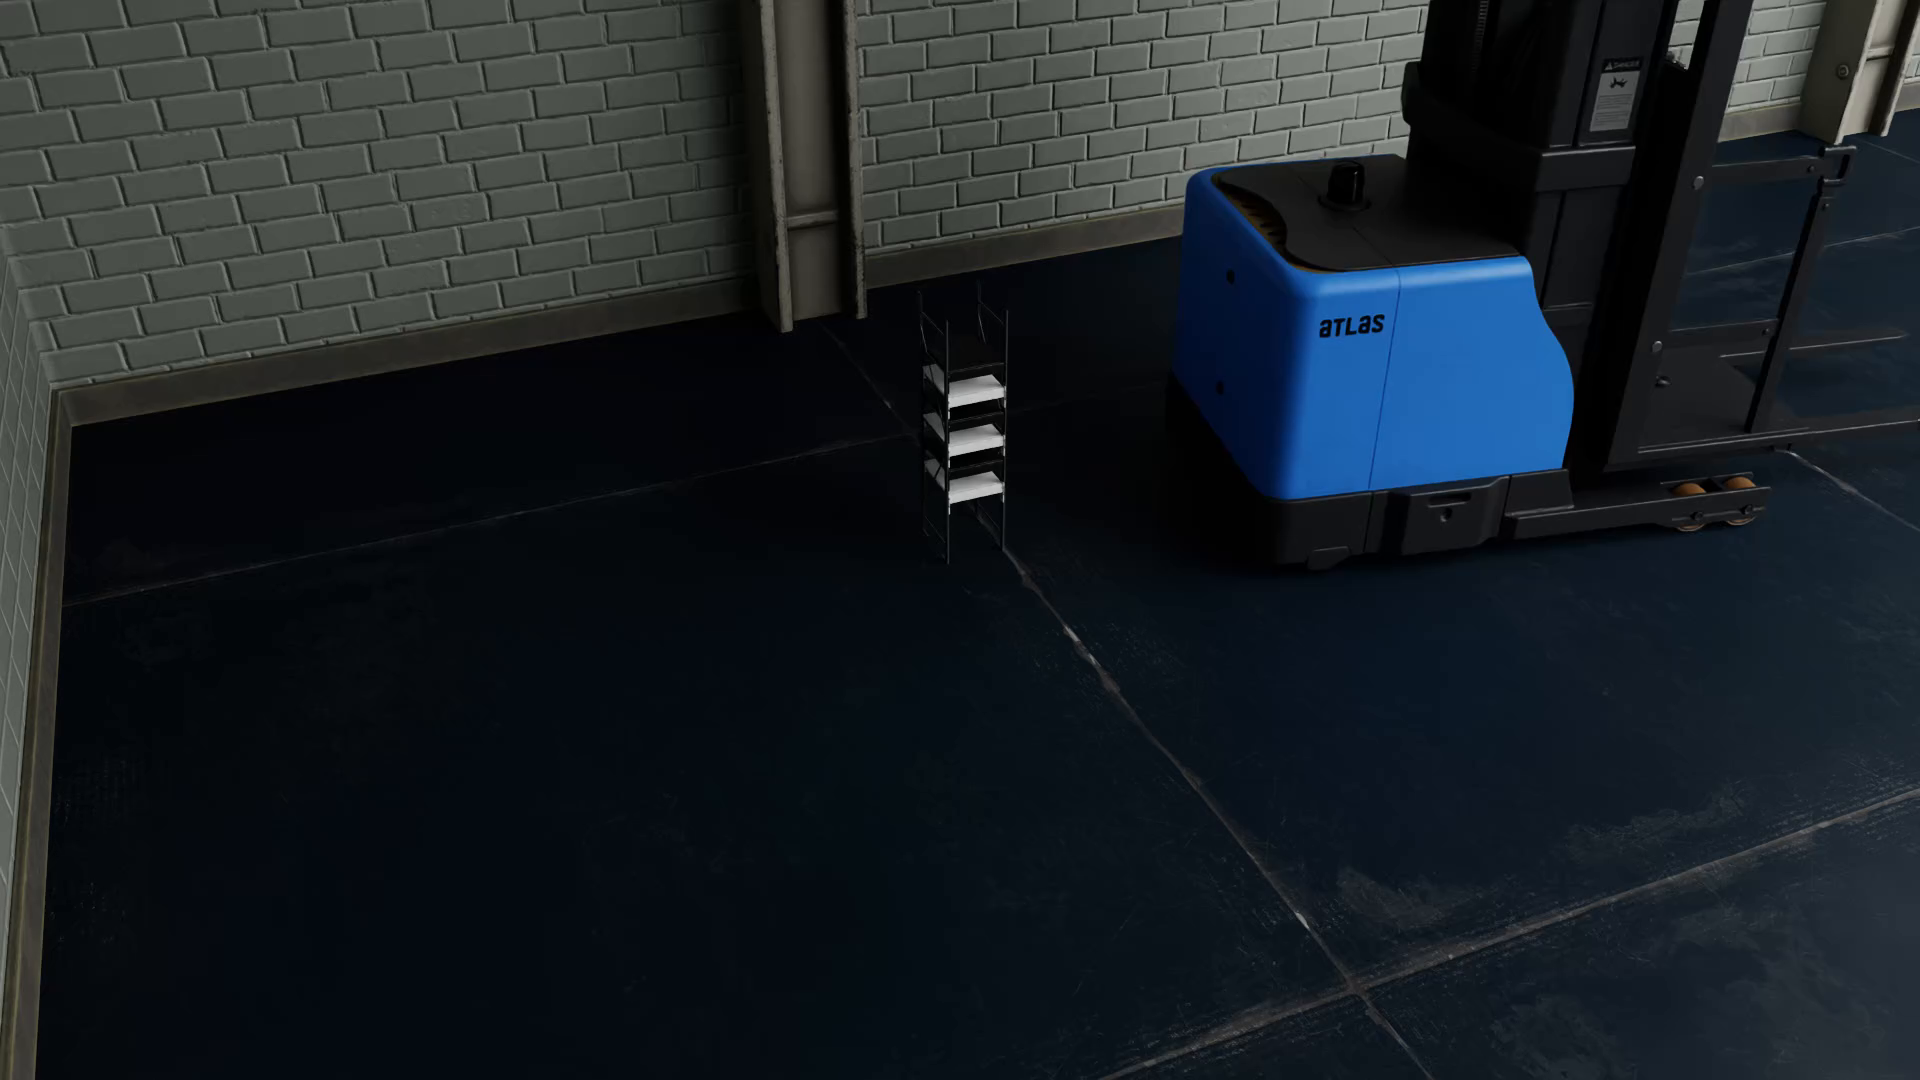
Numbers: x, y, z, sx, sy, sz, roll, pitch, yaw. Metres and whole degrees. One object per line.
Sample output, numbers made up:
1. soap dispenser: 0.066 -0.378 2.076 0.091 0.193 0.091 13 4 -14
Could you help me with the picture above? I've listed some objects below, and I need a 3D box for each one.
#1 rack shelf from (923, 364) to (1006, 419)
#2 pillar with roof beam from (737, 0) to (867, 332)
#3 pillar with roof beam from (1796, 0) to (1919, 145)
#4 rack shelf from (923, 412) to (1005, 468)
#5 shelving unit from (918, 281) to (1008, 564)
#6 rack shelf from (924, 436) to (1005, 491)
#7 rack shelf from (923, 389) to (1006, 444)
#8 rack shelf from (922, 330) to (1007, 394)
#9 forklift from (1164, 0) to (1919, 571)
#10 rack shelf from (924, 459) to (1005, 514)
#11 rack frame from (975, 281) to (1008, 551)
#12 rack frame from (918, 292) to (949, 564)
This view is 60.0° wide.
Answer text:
1. rack shelf: 0.007 -0.502 5.427 0.200 0.077 0.258 -13 35 -19
2. pillar with roof beam: 1.021 -2.613 1.515 0.400 9.000 9.100 -13 35 -19
3. pillar with roof beam: 6.553 -3.880 3.462 0.400 9.000 9.100 -13 35 -19
4. rack shelf: 0.007 -0.351 5.525 0.200 0.077 0.258 -13 35 -19
5. shelving unit: 0.007 -0.379 5.507 0.210 0.900 0.258 -13 35 -19
6. rack shelf: 0.007 -0.276 5.574 0.200 0.077 0.258 -13 35 -19
7. rack shelf: 0.007 -0.426 5.476 0.200 0.077 0.258 -13 35 -19
8. rack shelf: 0.007 -0.577 5.378 0.200 0.077 0.258 -13 35 -19
9. forklift: 2.341 -1.532 5.416 3.031 2.935 1.130 -7 34 -10
10. rack shelf: 0.007 -0.200 5.624 0.200 0.077 0.258 -13 35 -19
11. rack frame: 0.101 -0.400 5.540 0.006 0.900 0.240 -13 35 -19
12. rack frame: -0.086 -0.357 5.474 0.006 0.900 0.240 -13 35 -19
